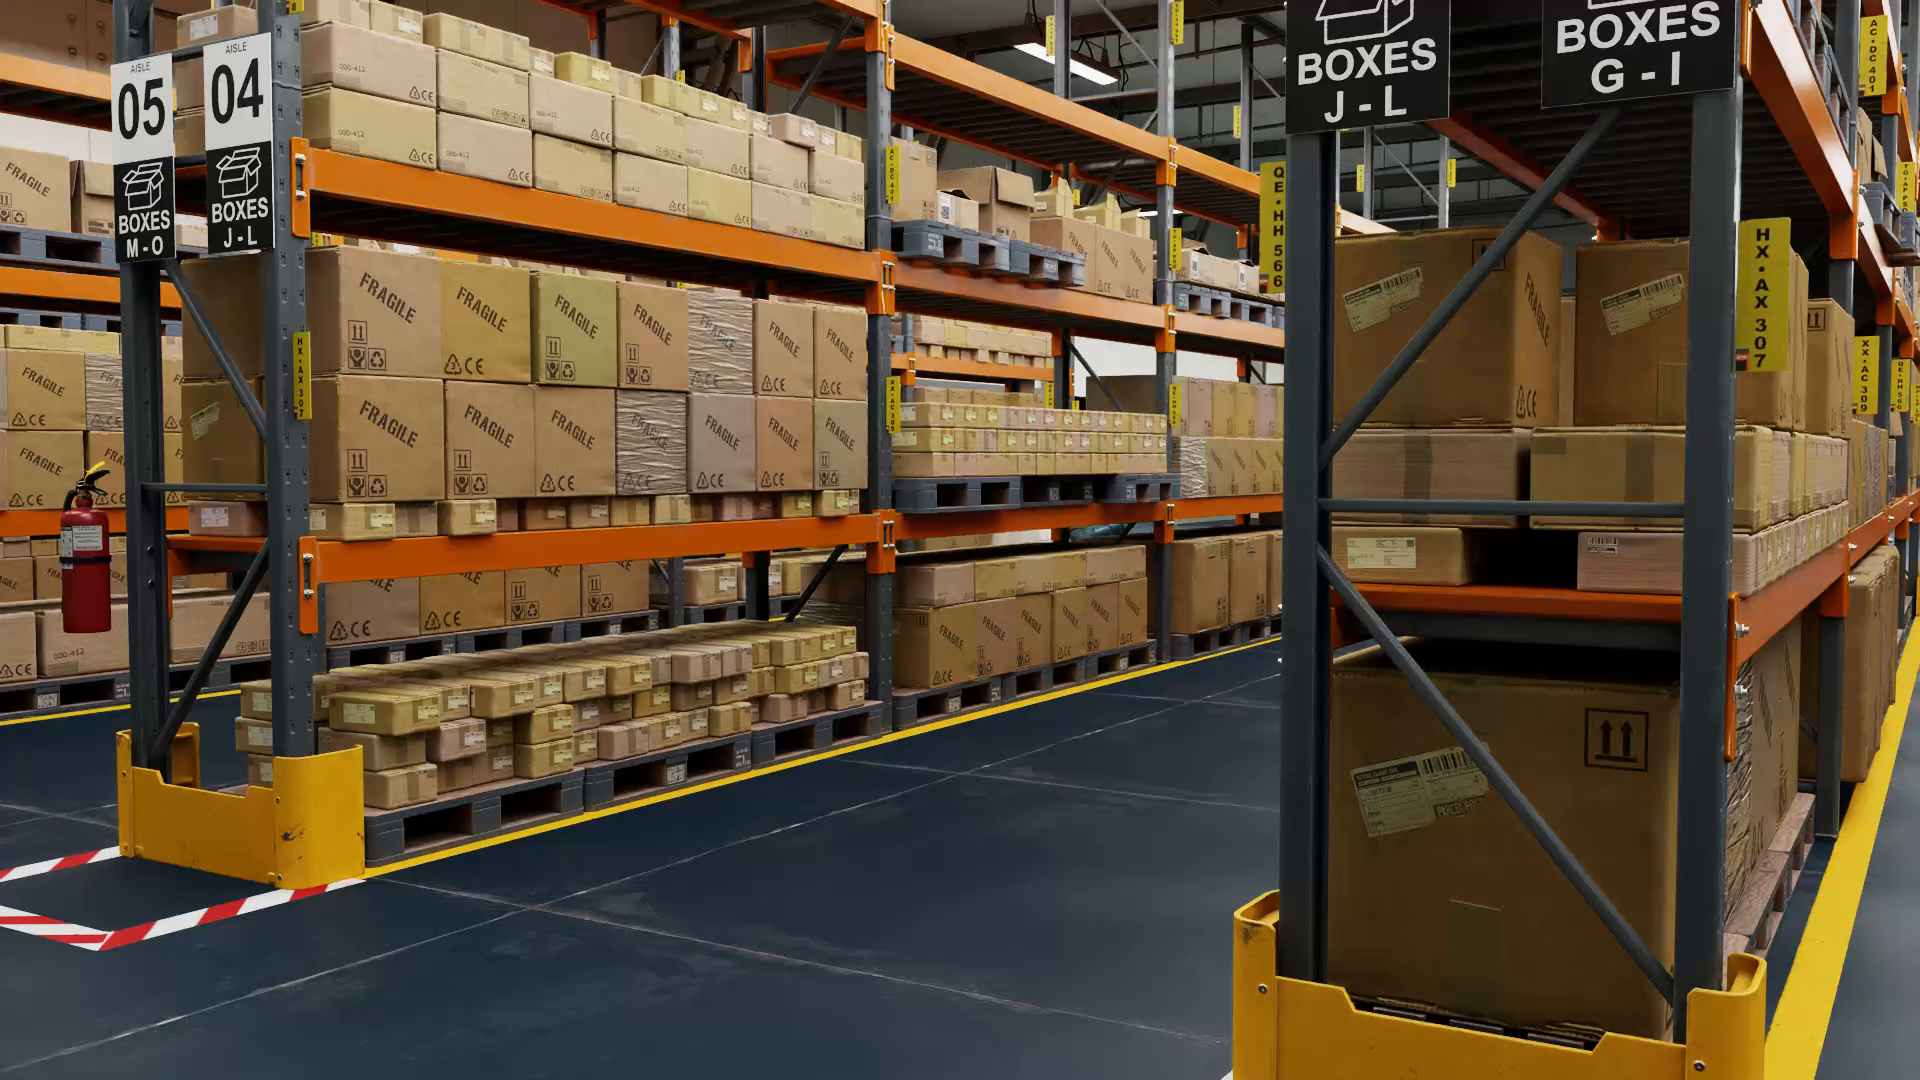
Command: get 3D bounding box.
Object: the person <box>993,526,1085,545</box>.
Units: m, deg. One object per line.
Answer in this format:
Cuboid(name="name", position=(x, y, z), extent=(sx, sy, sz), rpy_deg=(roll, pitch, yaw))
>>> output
Cuboid(name="person", position=(0.820, 0.225, 16.242), extent=(1.022, 1.215, 0.508), rpy_deg=(2, 3, 29))
